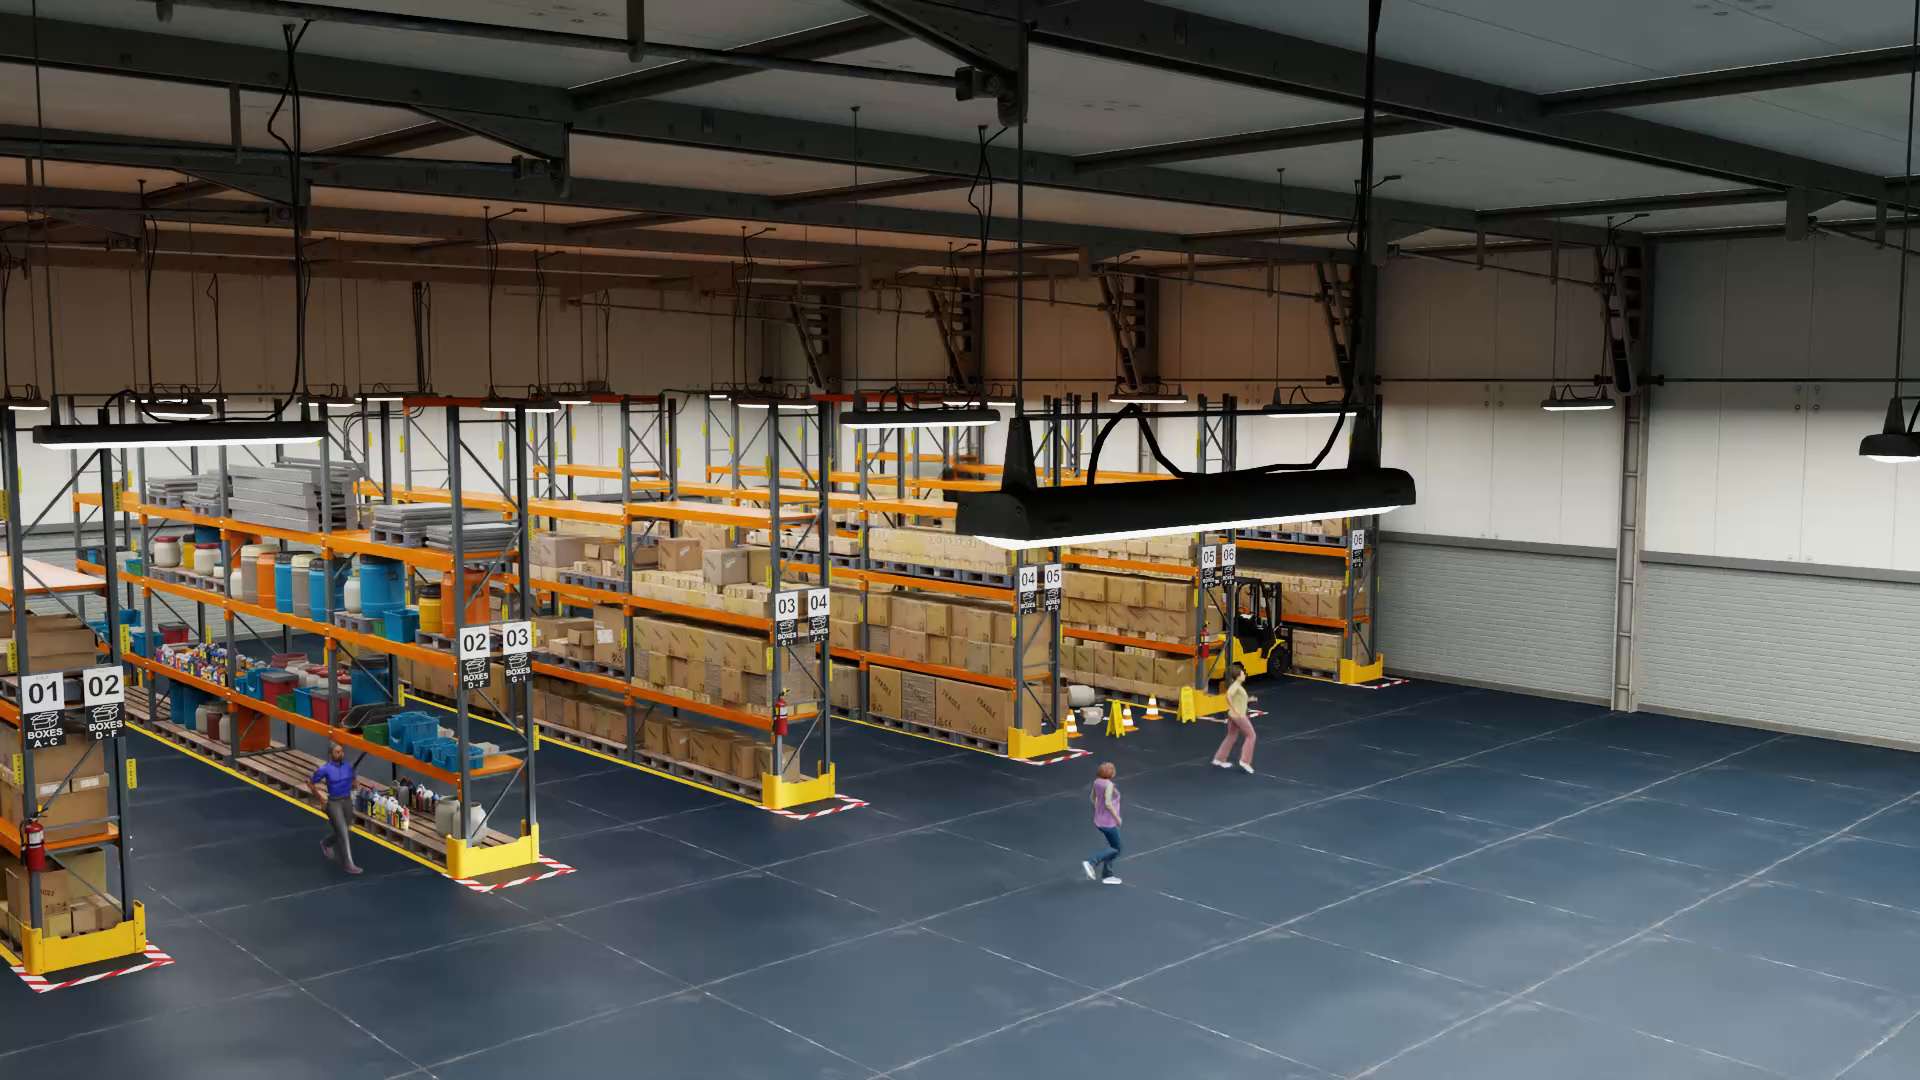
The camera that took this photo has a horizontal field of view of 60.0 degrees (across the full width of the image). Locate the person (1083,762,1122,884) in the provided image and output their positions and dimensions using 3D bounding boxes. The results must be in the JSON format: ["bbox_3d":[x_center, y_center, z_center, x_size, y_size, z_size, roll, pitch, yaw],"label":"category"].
[{"bbox_3d":[1.778,3.598,20.810,0.552,1.480,0.548,-2,6,-18],"label":"person"}]

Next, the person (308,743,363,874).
[{"bbox_3d":[-8.018,3.434,21.429,0.904,1.620,0.583,3,7,32],"label":"person"}]

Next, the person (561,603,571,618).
[{"bbox_3d":[-9.744,1.486,41.284,0.708,1.724,0.708,5,7,42],"label":"person"}]

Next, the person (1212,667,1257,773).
[{"bbox_3d":[4.453,2.913,26.874,0.733,1.718,0.558,0,6,-5],"label":"person"}]
